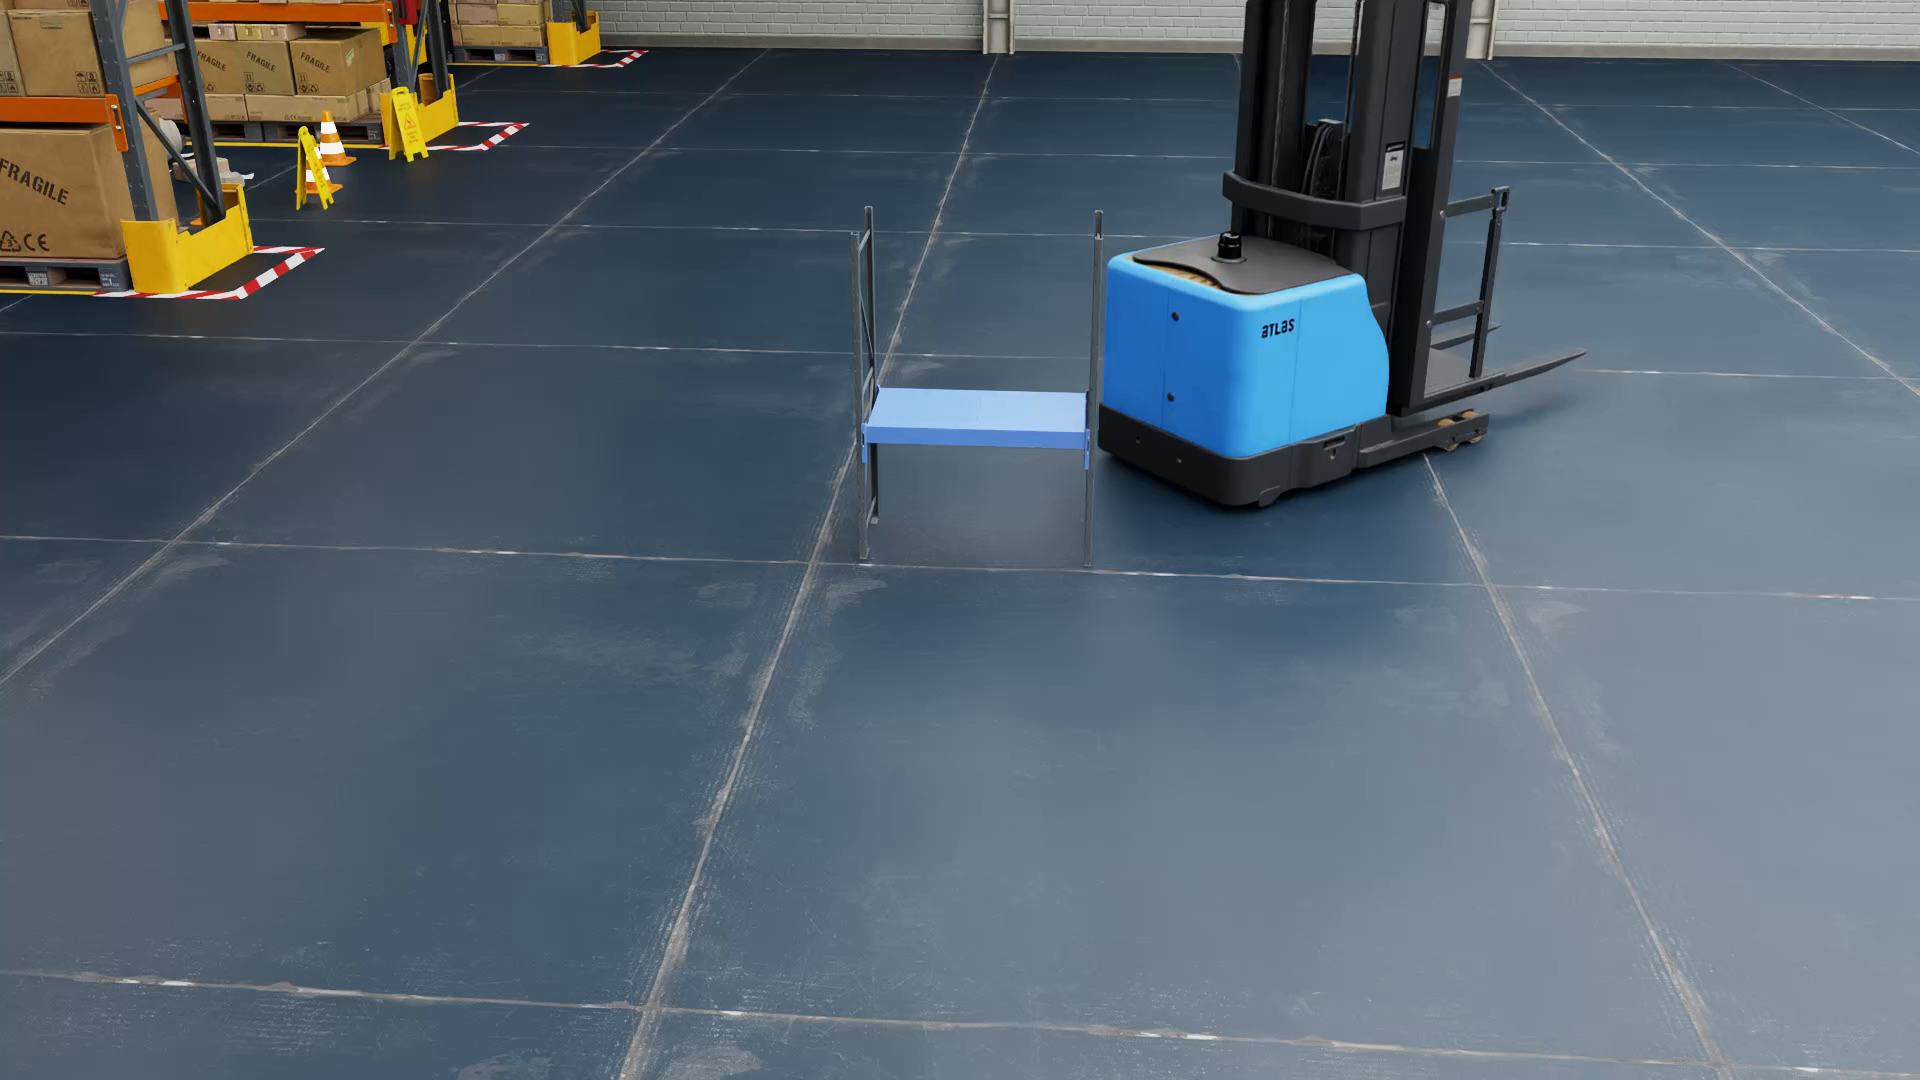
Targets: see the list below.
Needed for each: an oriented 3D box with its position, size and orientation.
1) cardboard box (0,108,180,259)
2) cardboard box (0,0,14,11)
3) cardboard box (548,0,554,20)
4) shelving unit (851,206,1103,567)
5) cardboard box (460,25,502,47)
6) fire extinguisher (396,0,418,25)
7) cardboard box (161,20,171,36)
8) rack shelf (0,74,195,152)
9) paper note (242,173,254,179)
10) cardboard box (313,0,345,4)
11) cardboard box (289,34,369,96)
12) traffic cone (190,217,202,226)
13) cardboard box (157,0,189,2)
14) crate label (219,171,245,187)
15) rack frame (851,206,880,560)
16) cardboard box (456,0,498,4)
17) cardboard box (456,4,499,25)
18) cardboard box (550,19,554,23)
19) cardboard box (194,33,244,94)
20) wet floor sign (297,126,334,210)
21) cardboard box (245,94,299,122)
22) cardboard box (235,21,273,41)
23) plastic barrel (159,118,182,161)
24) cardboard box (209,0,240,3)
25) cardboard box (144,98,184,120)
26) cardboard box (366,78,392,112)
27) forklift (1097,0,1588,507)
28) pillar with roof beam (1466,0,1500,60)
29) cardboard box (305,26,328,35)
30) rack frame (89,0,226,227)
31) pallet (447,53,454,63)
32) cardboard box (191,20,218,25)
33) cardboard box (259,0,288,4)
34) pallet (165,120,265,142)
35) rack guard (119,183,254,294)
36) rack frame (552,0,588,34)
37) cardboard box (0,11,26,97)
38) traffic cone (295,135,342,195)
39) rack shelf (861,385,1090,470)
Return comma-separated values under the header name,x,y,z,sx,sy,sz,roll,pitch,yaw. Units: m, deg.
name,x,y,z,sx,sy,sz,roll,pitch,yaw
cardboard box,-6.194,-2.520,11.678,0.875,0.875,0.875,2,25,4
cardboard box,-6.436,-3.866,11.093,0.550,0.550,0.875,2,25,4
cardboard box,-5.312,-6.706,20.925,0.500,0.250,0.500,2,25,5
shelving unit,0.085,-0.679,7.431,1.048,1.500,0.538,2,25,4
cardboard box,-5.846,-6.281,20.598,0.500,0.250,0.500,2,25,4
fire extinguisher,-5.156,-5.136,15.416,0.183,0.674,0.296,2,25,4
cardboard box,-7.754,-4.888,15.899,0.250,0.149,0.380,3,25,7
rack shelf,-7.507,-3.038,11.624,4.000,0.370,1.077,2,25,4
paper note,-6.330,-3.219,14.708,0.142,0.019,0.148,-7,26,-14
cardboard box,-5.885,-5.137,15.627,0.250,0.149,0.380,2,25,3
cardboard box,-6.054,-4.566,15.975,0.500,0.500,0.500,2,25,4
traffic cone,-5.934,-2.757,13.188,0.334,0.463,0.336,2,25,4
cardboard box,-7.406,-5.196,15.754,0.250,0.149,0.380,2,25,4
crate label,-6.297,-3.068,14.254,0.298,0.136,0.250,-11,27,-23
rack frame,-0.422,-0.695,7.466,0.032,1.500,0.500,2,25,4
cardboard box,-5.851,-6.730,20.379,0.500,0.250,0.500,2,25,5
cardboard box,-5.867,-6.510,20.499,0.500,0.250,0.500,2,25,3
cardboard box,-5.333,-6.475,21.020,0.500,0.250,0.500,2,25,4
cardboard box,-7.077,-4.600,16.049,0.500,0.500,0.500,1,25,3
wet floor sign,-5.333,-3.055,13.618,0.232,0.644,0.267,-2,25,-5
cardboard box,-6.577,-4.242,16.168,0.500,0.250,0.500,2,25,4
cardboard box,-6.675,-4.854,15.824,0.250,0.149,0.380,2,25,5
plastic barrel,-7.410,-3.632,15.136,0.421,0.421,0.512,22,33,39
cardboard box,-6.905,-5.187,15.735,0.250,0.149,0.380,2,25,3
cardboard box,-7.593,-4.277,16.243,0.500,0.250,0.500,2,25,3
cardboard box,-6.018,-4.450,16.619,0.500,0.250,0.500,2,25,4
forklift,2.205,-1.962,8.508,3.031,2.935,1.130,-17,30,-32
pillar with roof beam,6.151,-8.381,15.198,0.400,9.000,9.100,2,25,4
cardboard box,-6.563,-4.806,16.495,0.500,0.500,0.500,1,25,2
rack frame,-5.513,-3.300,11.334,0.127,3.000,1.000,2,25,4
pallet,-6.837,-6.216,21.007,1.213,0.211,1.003,2,25,4
cardboard box,-9.368,-6.688,21.034,0.625,0.625,0.875,3,25,6
cardboard box,-6.398,-5.150,15.655,0.250,0.149,0.380,2,25,5
pallet,-7.331,-4.183,16.589,1.213,0.211,1.003,2,25,4
rack guard,-5.489,-2.164,11.855,0.348,0.500,1.175,2,25,4
rack frame,-4.859,-7.436,20.321,0.127,3.000,1.000,2,25,4
cardboard box,-6.437,-3.370,11.306,0.550,0.550,0.875,2,25,4
traffic cone,-5.508,-3.217,14.188,0.334,0.463,0.336,2,25,4
rack shelf,0.085,-0.515,7.506,1.000,0.185,0.538,2,25,4
